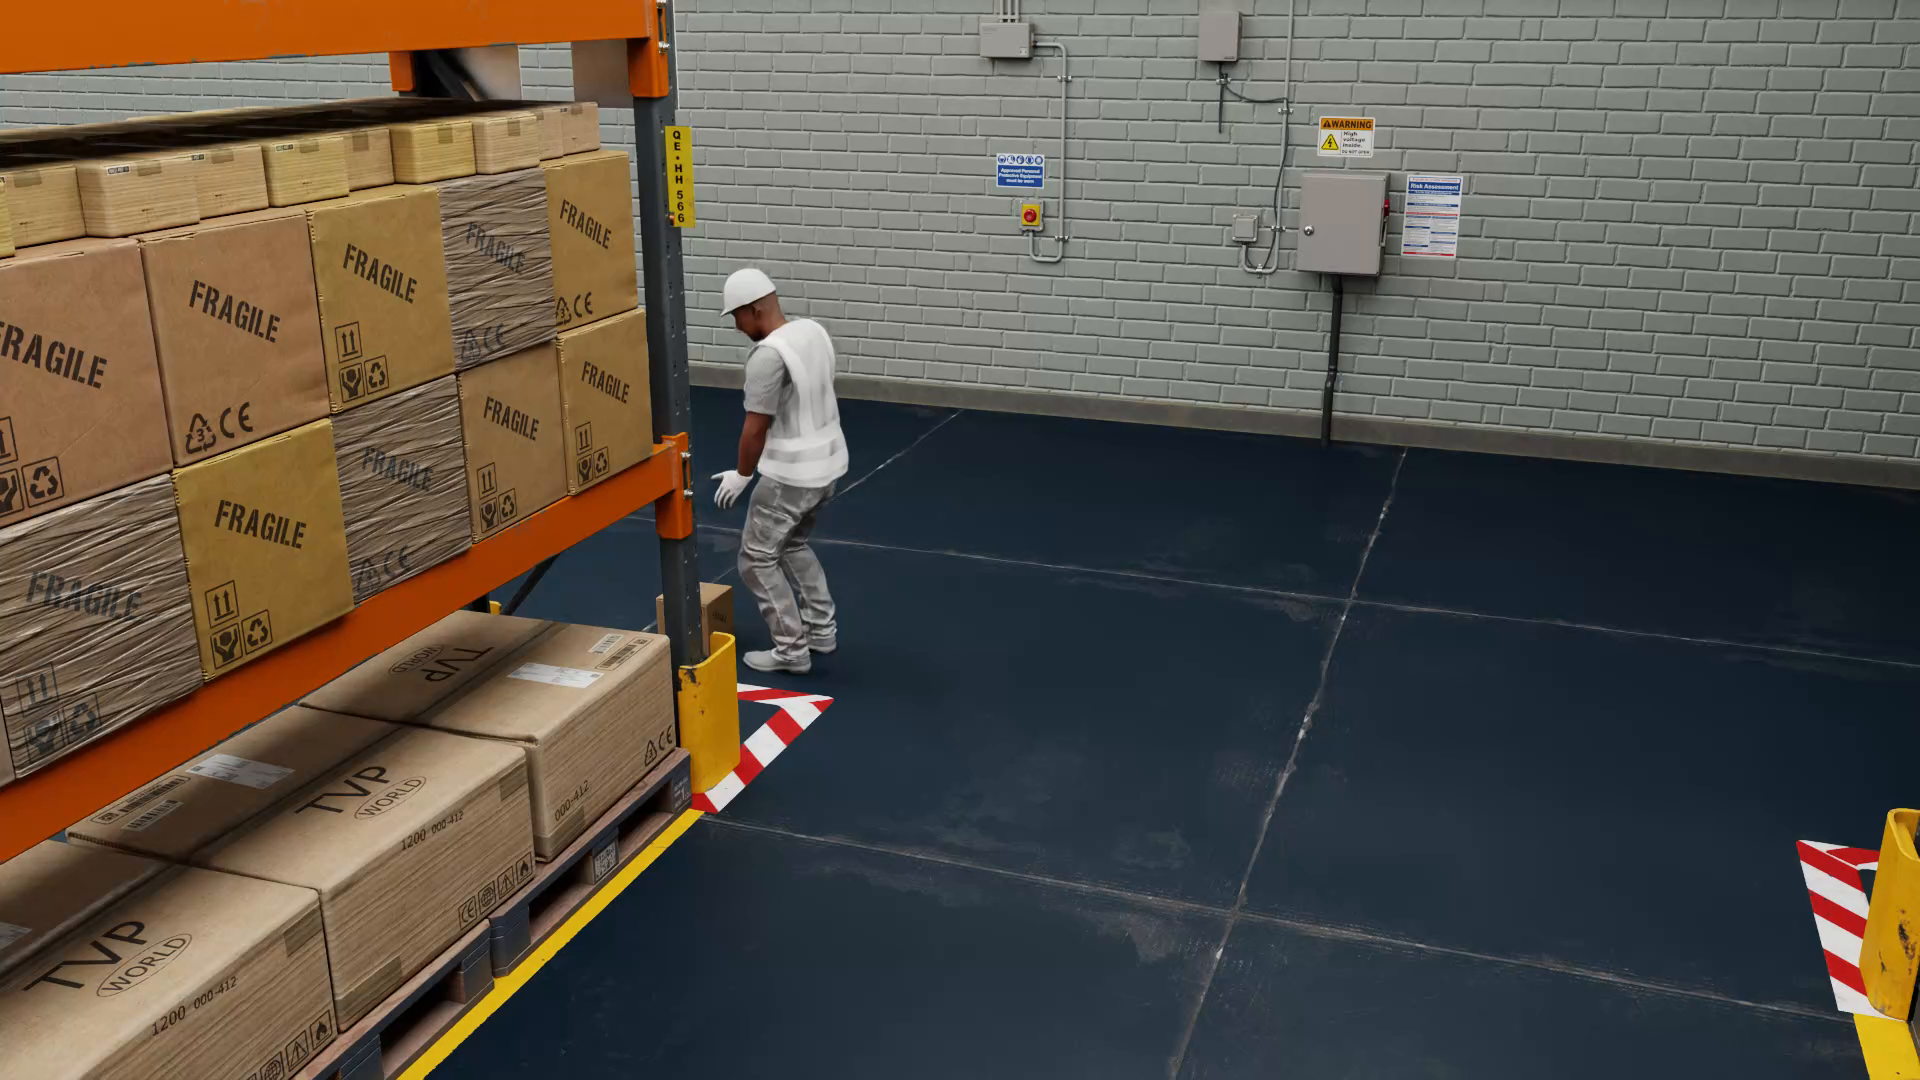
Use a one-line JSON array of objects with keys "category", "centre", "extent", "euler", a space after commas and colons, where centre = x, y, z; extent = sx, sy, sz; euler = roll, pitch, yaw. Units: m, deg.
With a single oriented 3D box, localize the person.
[{"category": "person", "centre": [-0.853, 0.065, 7.153], "extent": [0.908, 0.954, 0.575], "euler": [6, 19, 18]}]
